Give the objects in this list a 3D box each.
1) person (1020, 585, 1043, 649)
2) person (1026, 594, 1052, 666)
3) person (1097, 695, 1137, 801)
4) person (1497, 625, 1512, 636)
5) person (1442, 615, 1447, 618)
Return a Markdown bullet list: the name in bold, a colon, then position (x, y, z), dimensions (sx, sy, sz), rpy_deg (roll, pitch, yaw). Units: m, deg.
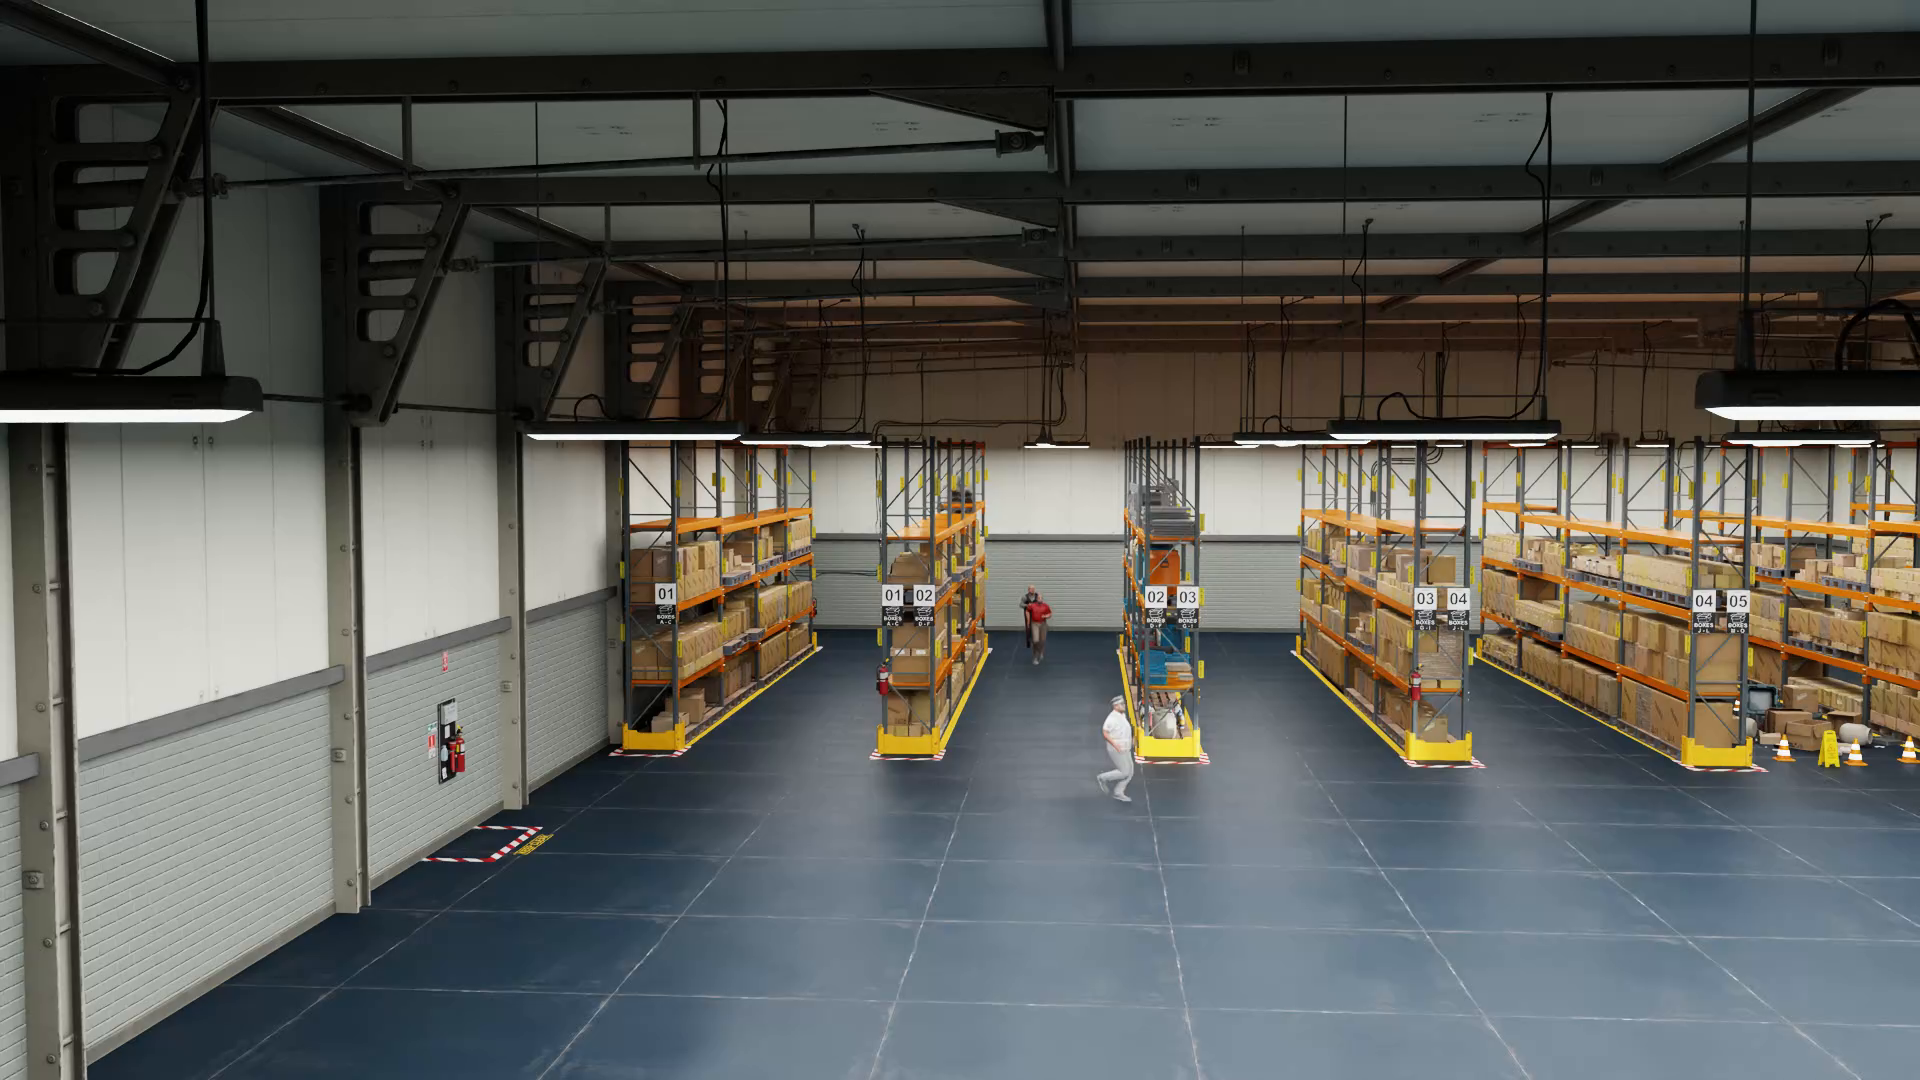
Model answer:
- **person**: position (1.963, 2.125, 45.738), dimensions (0.659, 1.768, 0.906), rpy_deg (0, 3, -2)
- **person**: position (2.055, 2.320, 43.074), dimensions (0.632, 1.846, 0.734), rpy_deg (0, 3, -6)
- **person**: position (2.579, 3.406, 27.254), dimensions (0.603, 1.741, 0.665), rpy_deg (1, 3, 26)
- **person**: position (15.592, 2.395, 47.503), dimensions (0.624, 1.599, 0.602), rpy_deg (1, 3, 24)
- **person**: position (13.041, 2.494, 43.977), dimensions (0.634, 1.797, 0.722), rpy_deg (0, 3, 5)
